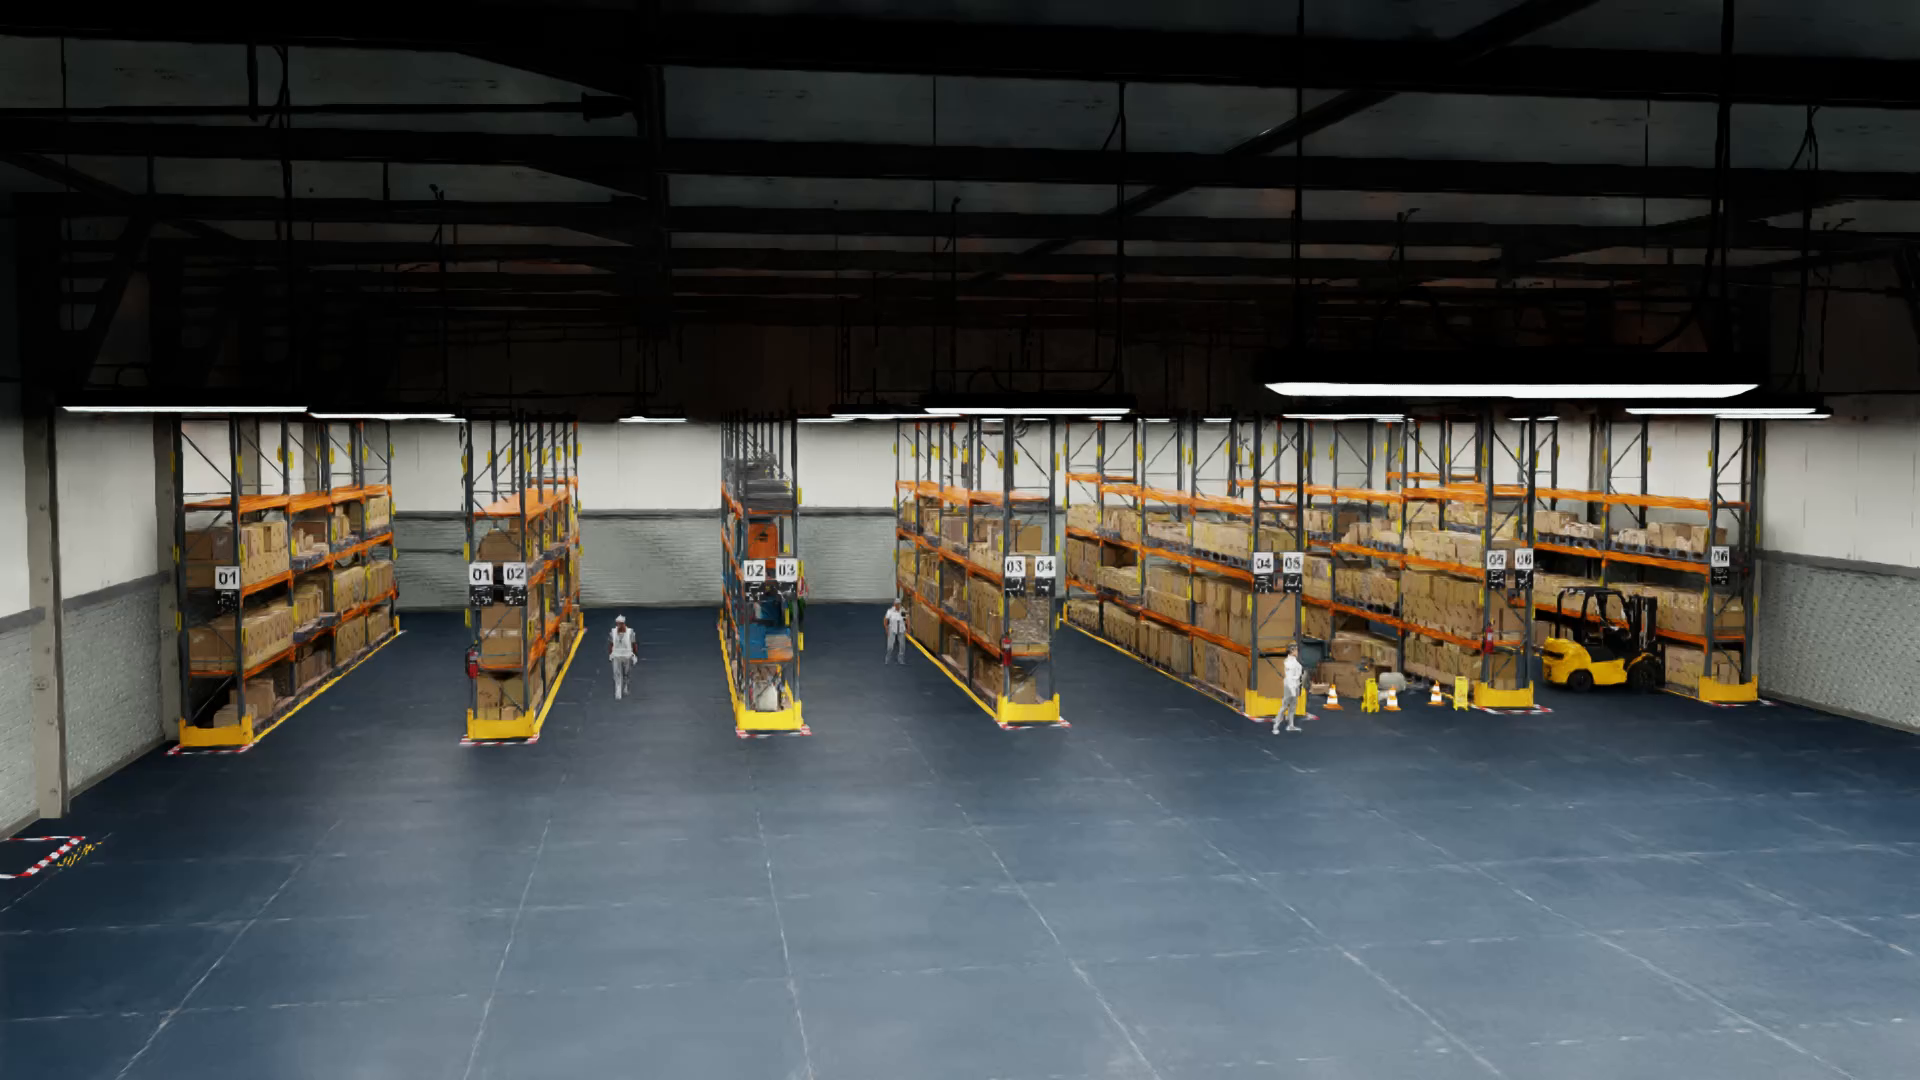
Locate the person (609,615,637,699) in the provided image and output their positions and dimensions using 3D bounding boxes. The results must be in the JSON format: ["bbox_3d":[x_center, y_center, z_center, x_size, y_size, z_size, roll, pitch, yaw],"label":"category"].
[{"bbox_3d":[-7.063,2.427,34.849,0.577,1.733,1.043,-1,4,-10],"label":"person"}]

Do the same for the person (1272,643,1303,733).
[{"bbox_3d":[6.069,2.741,30.876,0.452,1.673,0.642,2,5,30],"label":"person"}]

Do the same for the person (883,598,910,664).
[{"bbox_3d":[-1.504,2.168,39.588,0.625,1.607,0.582,-1,4,-12],"label":"person"}]

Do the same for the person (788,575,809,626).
[{"bbox_3d":[-4.606,1.588,46.945,0.677,1.742,0.552,-1,4,-11],"label":"person"}]

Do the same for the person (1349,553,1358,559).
[{"bbox_3d":[12.510,1.224,52.683,0.699,1.664,0.486,-3,5,-37],"label":"person"}]
